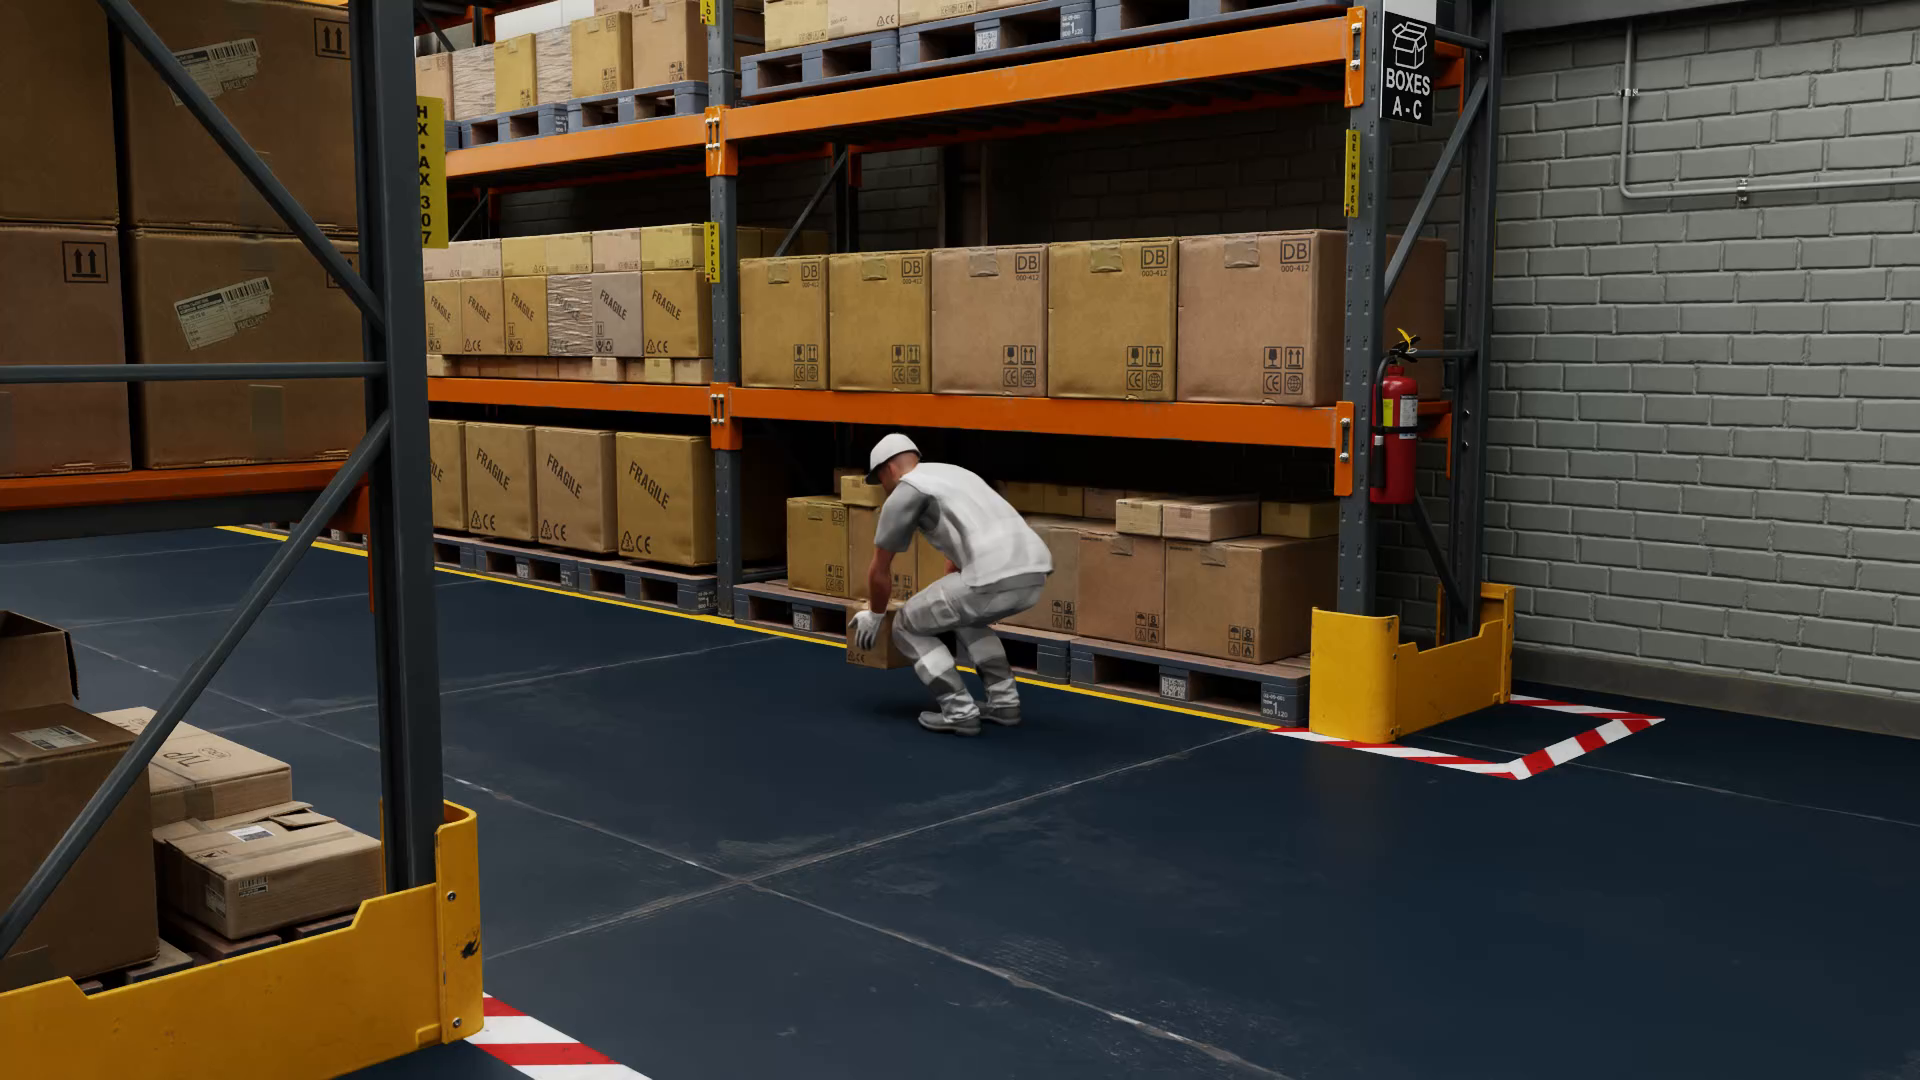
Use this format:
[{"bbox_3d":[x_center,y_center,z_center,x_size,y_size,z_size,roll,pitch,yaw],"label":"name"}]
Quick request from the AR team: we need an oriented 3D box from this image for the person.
[{"bbox_3d":[-0.044,0.170,6.763,0.845,1.186,0.586,7,10,43],"label":"person"}]
